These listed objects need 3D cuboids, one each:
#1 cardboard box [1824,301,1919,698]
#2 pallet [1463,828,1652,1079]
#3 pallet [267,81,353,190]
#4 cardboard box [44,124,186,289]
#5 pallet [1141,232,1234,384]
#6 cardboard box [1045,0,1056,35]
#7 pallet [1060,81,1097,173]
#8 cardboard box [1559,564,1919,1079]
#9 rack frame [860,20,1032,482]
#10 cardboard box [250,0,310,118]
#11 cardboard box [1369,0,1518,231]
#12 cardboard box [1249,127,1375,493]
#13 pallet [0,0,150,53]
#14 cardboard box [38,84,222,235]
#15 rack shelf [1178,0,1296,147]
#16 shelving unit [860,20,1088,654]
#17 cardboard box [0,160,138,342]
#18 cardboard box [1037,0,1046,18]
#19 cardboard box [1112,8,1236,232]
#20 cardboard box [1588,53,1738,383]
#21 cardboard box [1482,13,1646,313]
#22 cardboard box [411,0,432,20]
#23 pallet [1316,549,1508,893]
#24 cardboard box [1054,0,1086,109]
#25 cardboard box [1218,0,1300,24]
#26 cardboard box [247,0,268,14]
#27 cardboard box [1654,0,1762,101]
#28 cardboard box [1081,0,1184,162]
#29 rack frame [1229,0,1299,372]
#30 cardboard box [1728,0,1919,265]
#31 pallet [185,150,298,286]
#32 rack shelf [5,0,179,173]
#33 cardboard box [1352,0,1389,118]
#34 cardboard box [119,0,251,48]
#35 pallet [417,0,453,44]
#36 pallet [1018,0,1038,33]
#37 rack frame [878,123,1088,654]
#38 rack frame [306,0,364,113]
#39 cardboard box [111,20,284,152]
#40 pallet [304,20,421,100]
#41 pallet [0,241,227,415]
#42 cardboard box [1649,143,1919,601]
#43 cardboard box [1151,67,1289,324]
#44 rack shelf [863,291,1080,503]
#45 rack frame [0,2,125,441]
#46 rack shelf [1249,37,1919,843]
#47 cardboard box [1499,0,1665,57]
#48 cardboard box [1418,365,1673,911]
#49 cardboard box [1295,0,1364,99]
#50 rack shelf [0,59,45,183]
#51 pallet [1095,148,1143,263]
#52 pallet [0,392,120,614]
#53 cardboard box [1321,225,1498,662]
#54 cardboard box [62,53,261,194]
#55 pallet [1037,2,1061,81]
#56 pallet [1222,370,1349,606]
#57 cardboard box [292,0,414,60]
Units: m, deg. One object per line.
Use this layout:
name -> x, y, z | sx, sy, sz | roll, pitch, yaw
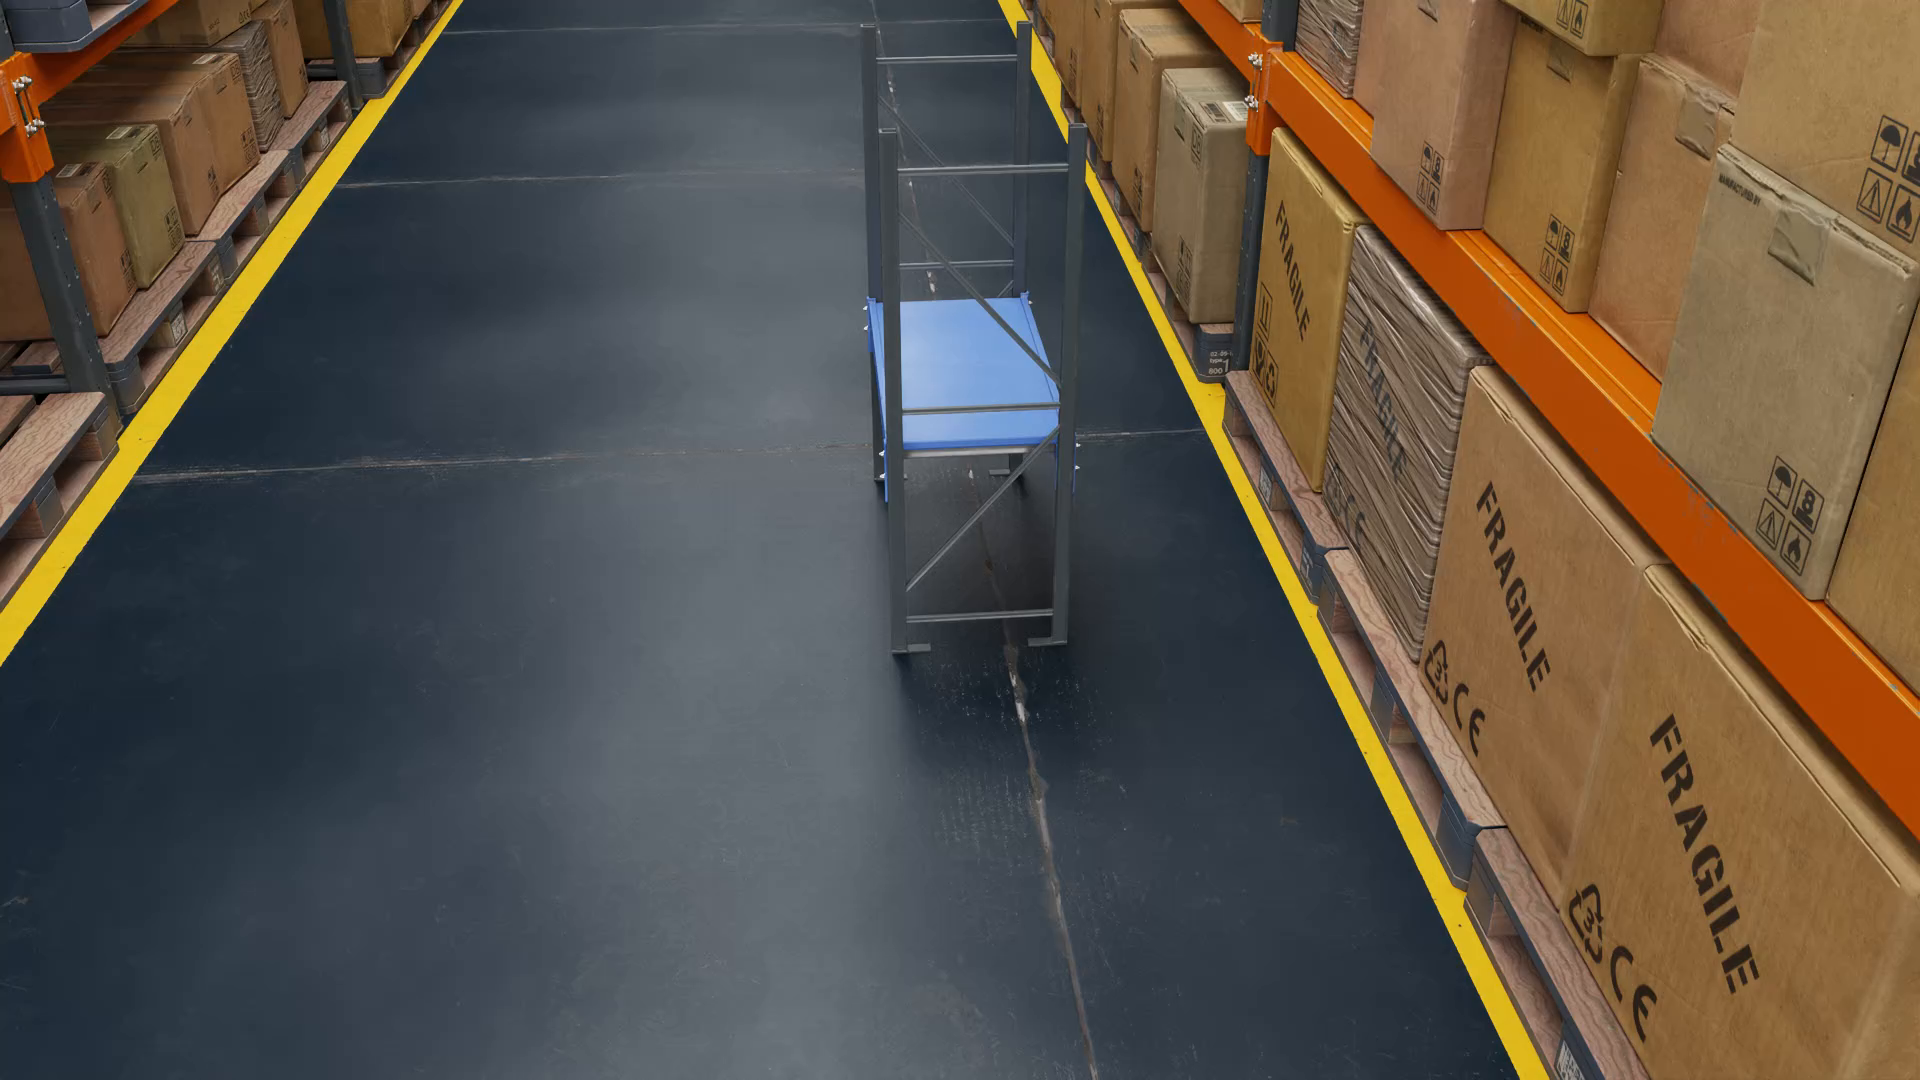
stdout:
cardboard box -> 1.782, -0.020, 2.212 | 0.875, 0.550, 0.550 | -3, 31, -5
pallet -> 1.709, 1.024, 3.329 | 1.003, 0.211, 1.213 | -3, 31, -5
pallet -> -3.762, -2.071, 8.511 | 1.003, 0.211, 1.213 | -3, 31, -5
cardboard box -> -3.521, -1.299, 6.509 | 0.700, 0.500, 0.500 | -3, 31, -5
pallet -> 1.341, -1.004, 6.725 | 1.003, 0.211, 1.213 | -3, 31, -5
cardboard box -> 0.793, -3.283, 9.850 | 0.500, 0.500, 0.500 | -3, 31, -5
pallet -> 1.113, -2.250, 8.810 | 1.003, 0.211, 1.213 | -3, 31, -5
cardboard box -> 1.733, 0.620, 2.949 | 0.875, 0.875, 0.875 | -3, 31, -4
rack frame -> -0.040, -0.860, 5.227 | 0.500, 1.500, 0.032 | -3, 31, -5
cardboard box -> -3.751, -2.441, 8.421 | 0.700, 0.500, 0.500 | -4, 31, -7
cardboard box -> 1.542, -1.126, 4.064 | 0.875, 0.550, 0.550 | -3, 31, -5
cardboard box -> 1.477, -0.754, 5.250 | 0.875, 0.875, 0.875 | -2, 31, -4
pallet -> -3.386, -1.939, 5.759 | 1.003, 0.211, 1.213 | -3, 31, -5
cardboard box -> -3.574, -1.585, 6.987 | 0.700, 0.500, 0.500 | -5, 31, -9
rack shelf -> 1.301, -2.523, 7.250 | 1.077, 0.370, 4.000 | -3, 31, -5
shelving unit -> 0.008, -0.600, 4.792 | 0.538, 1.500, 1.048 | -3, 31, -5
cardboard box -> -3.496, -1.055, 6.099 | 0.700, 0.500, 0.500 | -5, 31, -8
cardboard box -> 0.748, -3.549, 10.294 | 0.500, 0.500, 0.500 | -2, 31, -3
cardboard box -> 1.254, -1.830, 7.174 | 1.050, 0.750, 0.750 | -3, 31, -5
cardboard box -> 1.782, -0.592, 3.169 | 0.875, 0.550, 0.550 | -3, 31, -5
cardboard box -> 1.691, -0.860, 3.619 | 0.875, 0.550, 0.500 | -3, 31, -5
cardboard box -> -3.953, -3.744, 10.255 | 1.225, 0.875, 0.875 | -3, 31, -4
pallet -> 1.598, 0.403, 4.370 | 1.003, 0.211, 1.213 | -3, 31, -5
cardboard box -> 1.082, -2.752, 8.717 | 1.050, 0.750, 0.750 | -3, 31, -5
cardboard box -> 1.173, -2.107, 5.755 | 0.500, 0.500, 0.500 | -3, 31, -5
cardboard box -> -3.741, -2.764, 8.229 | 0.500, 0.250, 0.500 | -2, 31, -3
cardboard box -> 1.805, -1.057, 2.894 | 0.875, 0.550, 0.550 | -3, 31, -5
cardboard box -> 1.167, -2.306, 7.970 | 1.050, 0.750, 0.750 | -2, 31, -4
rack frame -> 1.488, -1.811, 5.356 | 1.000, 3.000, 0.127 | -3, 31, -5
cardboard box -> 1.722, -0.764, 2.405 | 0.875, 0.550, 0.550 | -3, 31, -5
pallet -> -3.651, -1.449, 7.470 | 1.003, 0.211, 1.213 | -3, 31, -5
rack shelf -> -3.647, -2.337, 6.939 | 1.077, 0.370, 4.000 | -3, 31, -5
cardboard box -> 1.608, -1.408, 4.535 | 0.875, 0.550, 0.550 | -3, 31, -5
cardboard box -> -3.681, -2.494, 7.777 | 0.500, 0.250, 0.500 | 1, 31, 1
pallet -> -3.943, -3.497, 10.899 | 1.003, 0.211, 1.213 | -3, 31, -5
pallet -> 0.932, -3.676, 11.199 | 1.003, 0.211, 1.213 | -3, 31, -5
rack frame -> 0.055, -0.341, 4.358 | 0.500, 1.500, 0.032 | -3, 31, -5
rack frame -> -3.833, -3.667, 8.464 | 1.000, 3.000, 0.127 | -3, 31, -5
cardboard box -> -3.686, -2.159, 7.948 | 0.700, 0.500, 0.500 | -5, 31, -9
pallet -> -3.832, -2.876, 9.859 | 1.003, 0.211, 1.213 | -3, 31, -5
pallet -> -3.534, -0.825, 6.425 | 1.003, 0.211, 1.213 | -3, 31, -5
cardboard box -> 1.709, -0.300, 2.681 | 0.875, 0.550, 0.550 | -3, 31, -5
cardboard box -> 1.340, -1.338, 6.349 | 1.050, 0.750, 0.750 | -3, 31, -5
rack shelf -> 0.008, -0.446, 4.885 | 0.538, 0.185, 1.000 | -3, 31, -5
rack frame -> -3.460, -1.625, 5.045 | 1.000, 3.000, 0.127 | -3, 31, -5
rack shelf -> 1.675, -0.481, 3.831 | 1.077, 0.370, 4.000 | -3, 31, -5
cardboard box -> 1.626, -1.321, 3.337 | 0.875, 0.550, 0.500 | -3, 31, -5
cardboard box -> 1.648, 0.171, 3.701 | 0.875, 0.875, 0.875 | -3, 31, -5
cardboard box -> 1.534, -1.687, 5.003 | 0.875, 0.550, 0.550 | -3, 31, -5
rack shelf -> -3.273, -0.295, 3.520 | 1.077, 0.370, 4.000 | -3, 31, -5
pallet -> 1.224, -1.628, 7.770 | 1.003, 0.211, 1.213 | -3, 31, -5
pallet -> -3.362, -0.086, 5.189 | 1.003, 0.211, 1.213 | -3, 31, -5
cardboard box -> 1.565, -0.294, 4.480 | 0.875, 0.875, 0.875 | -3, 31, -4
cardboard box -> -3.627, -1.870, 7.464 | 0.700, 0.500, 0.500 | 0, 31, 0
pallet -> 1.043, -3.055, 10.158 | 1.003, 0.211, 1.213 | -3, 31, -5
pallet -> 1.481, -0.222, 5.415 | 1.003, 0.211, 1.213 | -3, 31, -5
cardboard box -> -3.877, -3.288, 9.492 | 1.225, 0.875, 0.875 | -4, 31, -7
